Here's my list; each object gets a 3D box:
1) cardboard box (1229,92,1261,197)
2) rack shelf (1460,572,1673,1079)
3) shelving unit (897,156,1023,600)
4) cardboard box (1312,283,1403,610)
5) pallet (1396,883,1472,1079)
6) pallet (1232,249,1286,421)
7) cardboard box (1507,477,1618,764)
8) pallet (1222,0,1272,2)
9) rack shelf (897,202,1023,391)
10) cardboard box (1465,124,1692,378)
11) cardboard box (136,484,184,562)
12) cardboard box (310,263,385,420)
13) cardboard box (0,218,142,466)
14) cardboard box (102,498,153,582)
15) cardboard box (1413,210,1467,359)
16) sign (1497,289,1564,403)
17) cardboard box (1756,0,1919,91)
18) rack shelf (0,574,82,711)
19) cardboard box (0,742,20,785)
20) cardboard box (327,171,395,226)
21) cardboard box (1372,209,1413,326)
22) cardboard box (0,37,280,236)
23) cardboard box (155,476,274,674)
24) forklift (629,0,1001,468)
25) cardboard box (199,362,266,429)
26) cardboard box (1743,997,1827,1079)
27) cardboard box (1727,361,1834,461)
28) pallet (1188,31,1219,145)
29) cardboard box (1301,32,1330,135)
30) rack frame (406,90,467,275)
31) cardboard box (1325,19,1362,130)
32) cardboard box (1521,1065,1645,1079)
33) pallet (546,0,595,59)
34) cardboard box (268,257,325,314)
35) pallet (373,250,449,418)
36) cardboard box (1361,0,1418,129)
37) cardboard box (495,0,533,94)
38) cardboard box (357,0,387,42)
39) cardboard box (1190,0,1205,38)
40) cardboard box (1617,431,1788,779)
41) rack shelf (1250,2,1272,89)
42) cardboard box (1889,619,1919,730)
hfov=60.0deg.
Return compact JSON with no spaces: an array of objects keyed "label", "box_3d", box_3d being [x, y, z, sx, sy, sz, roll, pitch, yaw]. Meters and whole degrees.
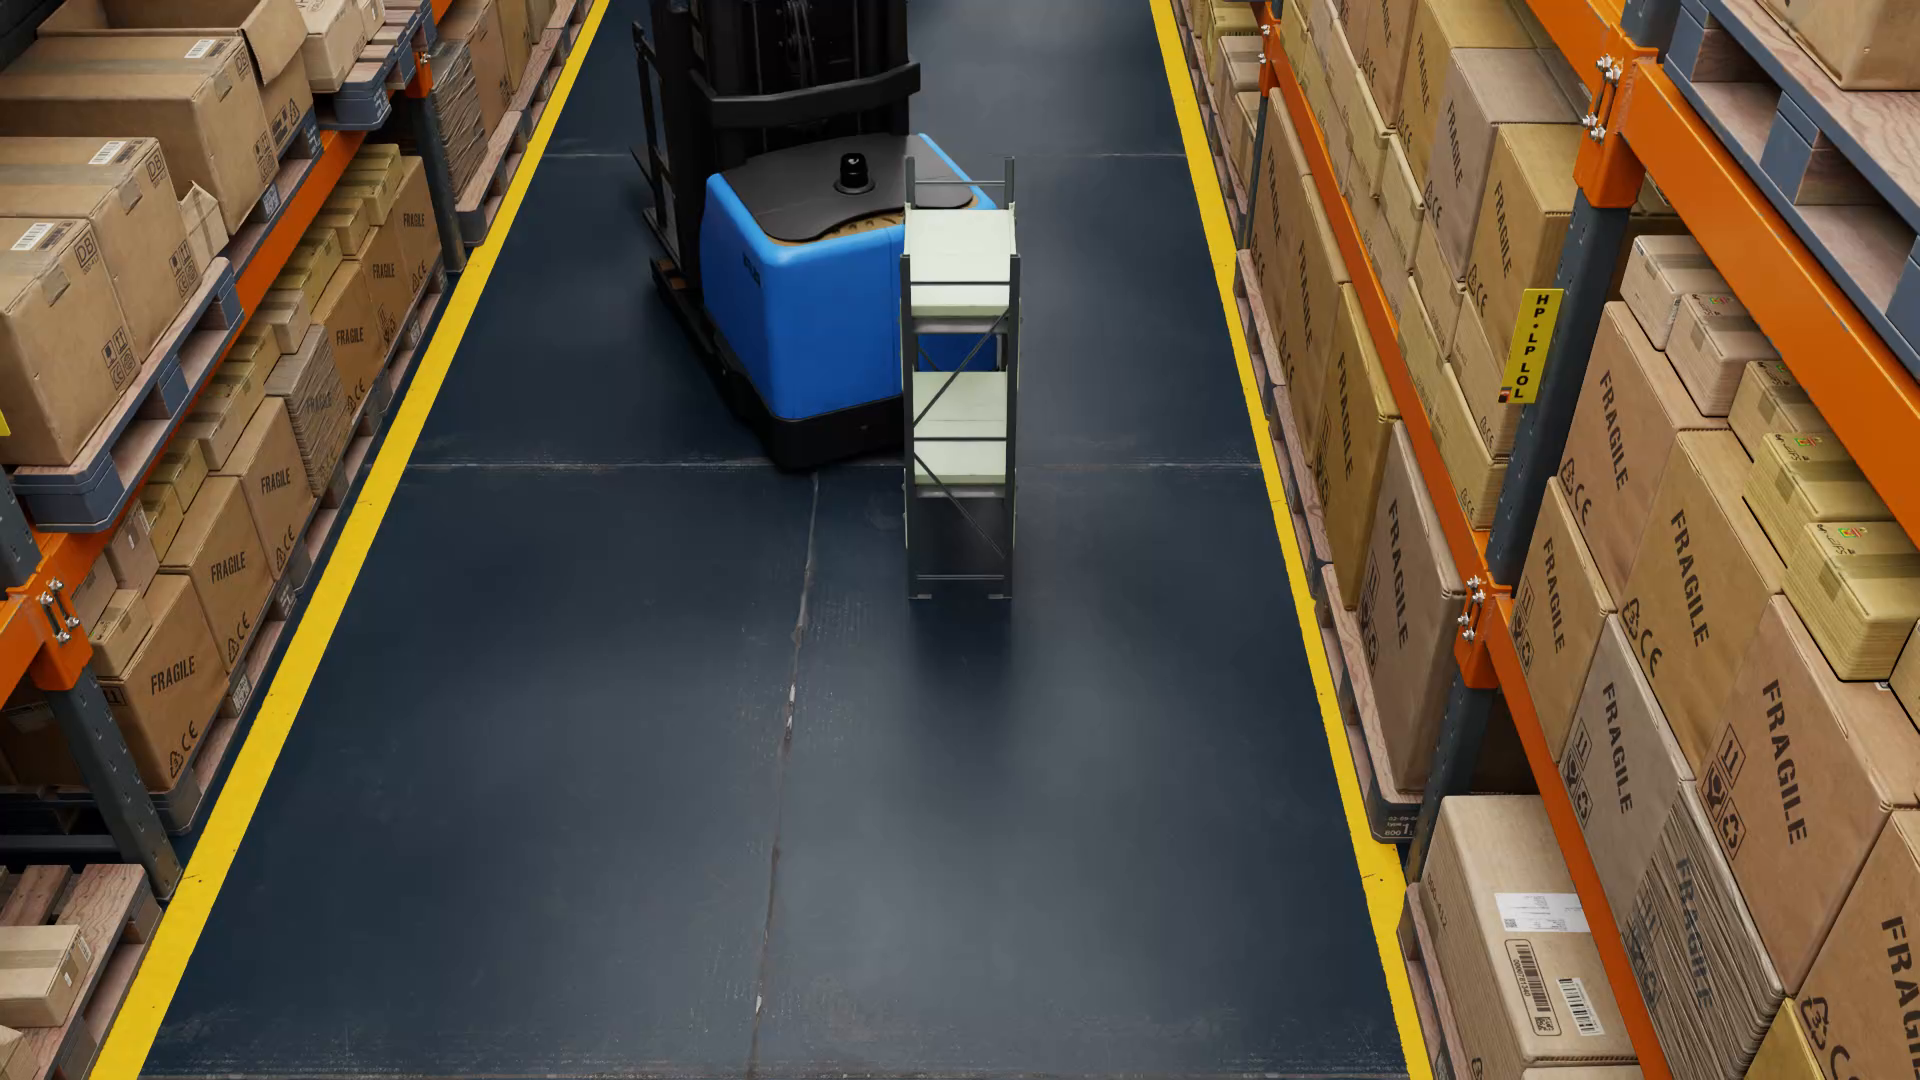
[{"label":"cardboard box","box_3d":[1.948,-2.051,8.676,0.950,0.372,0.625,-2,39,-3]},{"label":"rack shelf","box_3d":[1.945,1.474,3.088,1.077,0.370,4.000,0,39,0]},{"label":"shelving unit","box_3d":[0.000,-0.589,6.286,0.431,1.500,0.755,0,39,0]},{"label":"cardboard box","box_3d":[1.854,-0.345,6.145,0.875,0.875,0.875,1,39,1]},{"label":"pallet","box_3d":[1.866,1.506,4.702,1.003,0.211,1.213,0,39,0]},{"label":"pallet","box_3d":[1.864,-0.978,7.802,1.003,0.211,1.213,0,39,0]},{"label":"cardboard box","box_3d":[1.682,0.197,4.026,0.500,0.500,0.500,1,39,1]},{"label":"pallet","box_3d":[1.831,-2.930,8.161,1.213,0.211,1.003,0,39,0]},{"label":"rack shelf","box_3d":[0.000,-0.894,6.042,0.431,0.370,0.720,0,39,0]},{"label":"cardboard box","box_3d":[1.692,-0.766,4.428,0.500,0.500,0.500,1,39,1]},{"label":"cardboard box","box_3d":[-2.844,-0.052,5.560,0.380,0.149,0.250,-2,39,-2]},{"label":"cardboard box","box_3d":[-2.816,-0.837,7.059,0.500,0.500,0.500,2,39,2]},{"label":"cardboard box","box_3d":[-2.797,-0.557,4.631,0.700,0.500,0.500,1,39,1]},{"label":"cardboard box","box_3d":[-2.803,0.004,5.253,0.380,0.149,0.250,-2,39,-2]},{"label":"cardboard box","box_3d":[1.692,-0.782,5.048,0.500,0.250,0.500,1,39,1]},{"label":"sign","box_3d":[1.401,-0.472,4.078,0.100,0.325,0.005,0,39,0]},{"label":"cardboard box","box_3d":[1.734,-1.102,2.832,0.500,0.500,0.500,1,39,1]},{"label":"rack shelf","box_3d":[-3.018,1.480,3.080,1.077,0.370,4.000,0,39,0]},{"label":"cardboard box","box_3d":[-3.317,0.453,5.449,0.500,0.500,0.500,0,39,0]},{"label":"cardboard box","box_3d":[-2.740,-1.516,7.387,0.380,0.149,0.250,-2,39,-2]},{"label":"cardboard box","box_3d":[1.710,-0.914,5.611,0.500,0.250,0.500,-1,39,-1]},{"label":"cardboard box","box_3d":[-2.799,-1.372,5.648,0.700,0.500,0.500,0,39,0]},{"label":"cardboard box","box_3d":[-2.807,0.124,5.860,0.500,0.500,0.500,-1,39,-1]},{"label":"forklift","box_3d":[-0.885,-2.367,7.360,1.130,2.935,3.031,-16,41,-19]},{"label":"cardboard box","box_3d":[-2.819,-0.534,6.163,0.380,0.149,0.250,1,39,2]},{"label":"cardboard box","box_3d":[1.673,1.145,2.843,0.500,0.500,0.500,1,39,1]},{"label":"cardboard box","box_3d":[1.743,-0.222,3.231,0.380,0.149,0.250,0,39,-1]},{"label":"pallet","box_3d":[1.941,-2.721,9.976,1.003,0.211,1.213,0,39,0]},{"label":"cardboard box","box_3d":[1.706,-1.873,6.809,0.500,0.250,0.500,-1,39,-1]},{"label":"rack frame","box_3d":[-3.025,-2.553,7.537,1.000,3.000,0.127,0,39,0]},{"label":"cardboard box","box_3d":[1.680,-1.744,6.248,0.500,0.250,0.500,0,39,0]},{"label":"cardboard box","box_3d":[1.838,1.731,3.905,0.875,0.438,0.875,-1,39,-1]},{"label":"pallet","box_3d":[-2.990,-3.506,10.956,1.003,0.211,1.213,0,39,0]},{"label":"cardboard box","box_3d":[-2.828,-1.030,6.781,0.380,0.149,0.250,-1,39,-1]},{"label":"pallet","box_3d":[-3.062,-0.998,7.827,1.003,0.211,1.213,0,39,0]},{"label":"cardboard box","box_3d":[1.687,-1.730,5.631,0.500,0.500,0.500,1,39,1]},{"label":"cardboard box","box_3d":[-3.022,-3.010,9.671,0.875,0.625,0.625,-2,39,-2]},{"label":"cardboard box","box_3d":[-2.641,-2.209,6.972,0.380,0.149,0.250,1,39,1]},{"label":"cardboard box","box_3d":[1.941,-3.421,10.386,0.950,0.372,0.625,2,39,3]},{"label":"cardboard box","box_3d":[1.696,0.127,3.314,0.500,0.500,0.500,-1,39,-1]},{"label":"rack shelf","box_3d":[1.936,-3.529,9.330,1.077,0.370,4.000,0,39,0]},{"label":"cardboard box","box_3d":[1.736,0.256,2.633,0.380,0.149,0.250,0,39,0]}]
